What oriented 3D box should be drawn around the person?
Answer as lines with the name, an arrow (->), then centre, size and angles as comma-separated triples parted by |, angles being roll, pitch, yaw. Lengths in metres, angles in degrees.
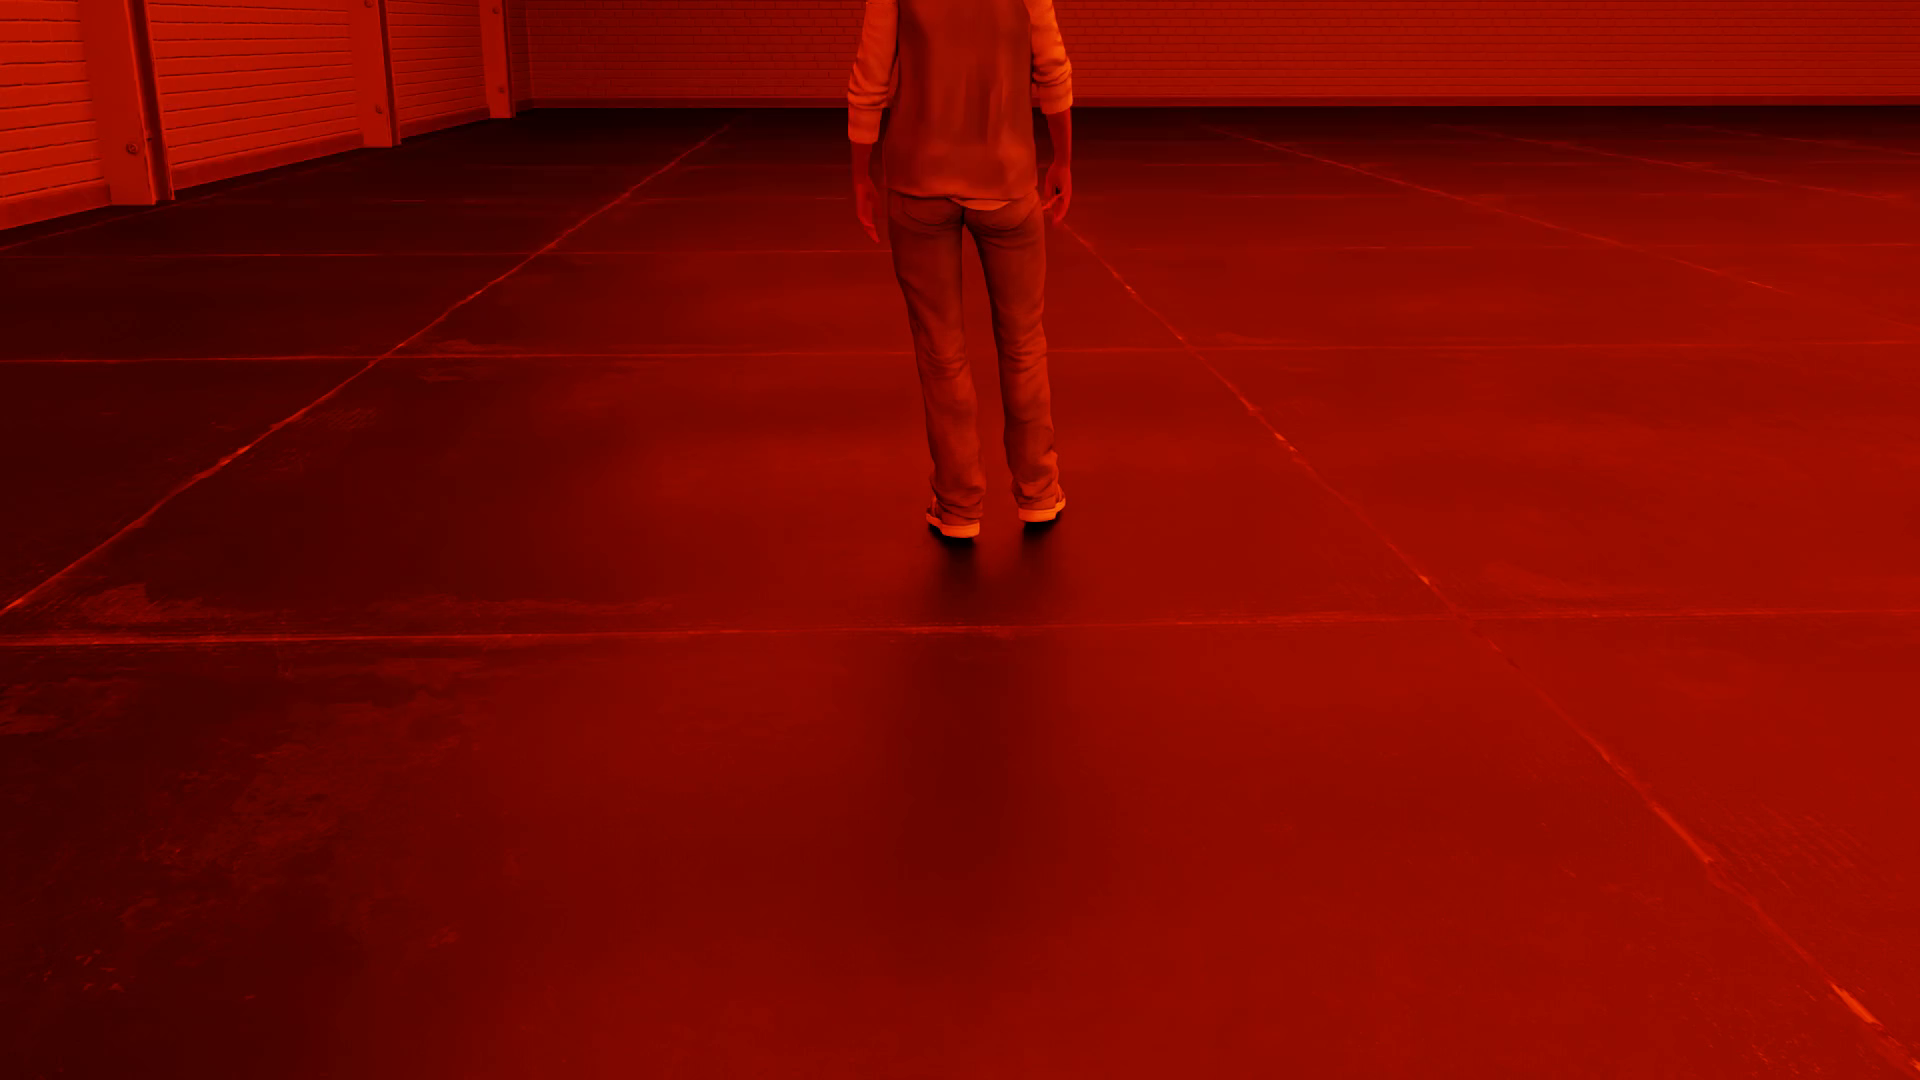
person -> 0.010, -0.792, 3.755 | 0.521, 1.599, 0.473 | -1, 17, -3
